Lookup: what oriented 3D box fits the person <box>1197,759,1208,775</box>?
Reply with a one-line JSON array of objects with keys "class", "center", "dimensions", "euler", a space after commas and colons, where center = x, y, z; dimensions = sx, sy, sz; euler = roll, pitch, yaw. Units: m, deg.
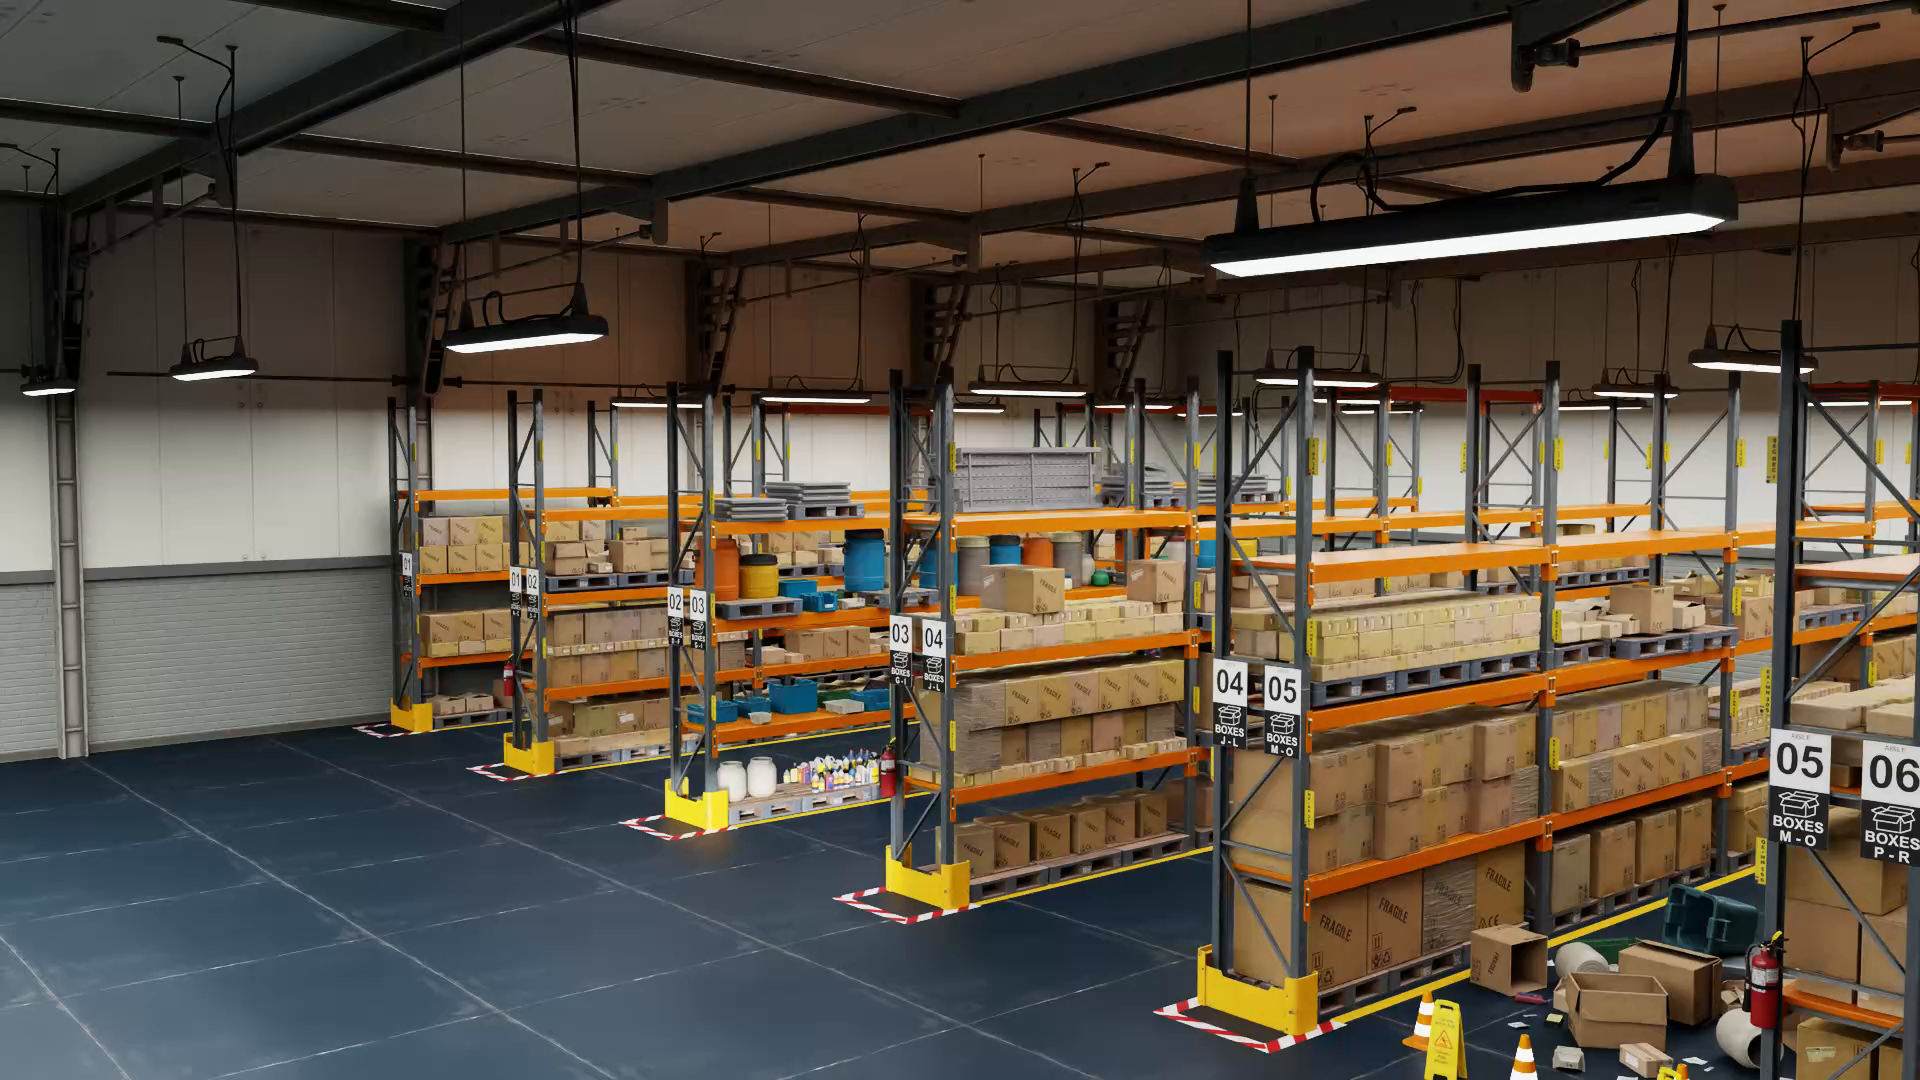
[{"class": "person", "center": [3.547, 2.885, 24.932], "dimensions": [0.464, 1.693, 0.615], "euler": [-1, 3, -12]}]
